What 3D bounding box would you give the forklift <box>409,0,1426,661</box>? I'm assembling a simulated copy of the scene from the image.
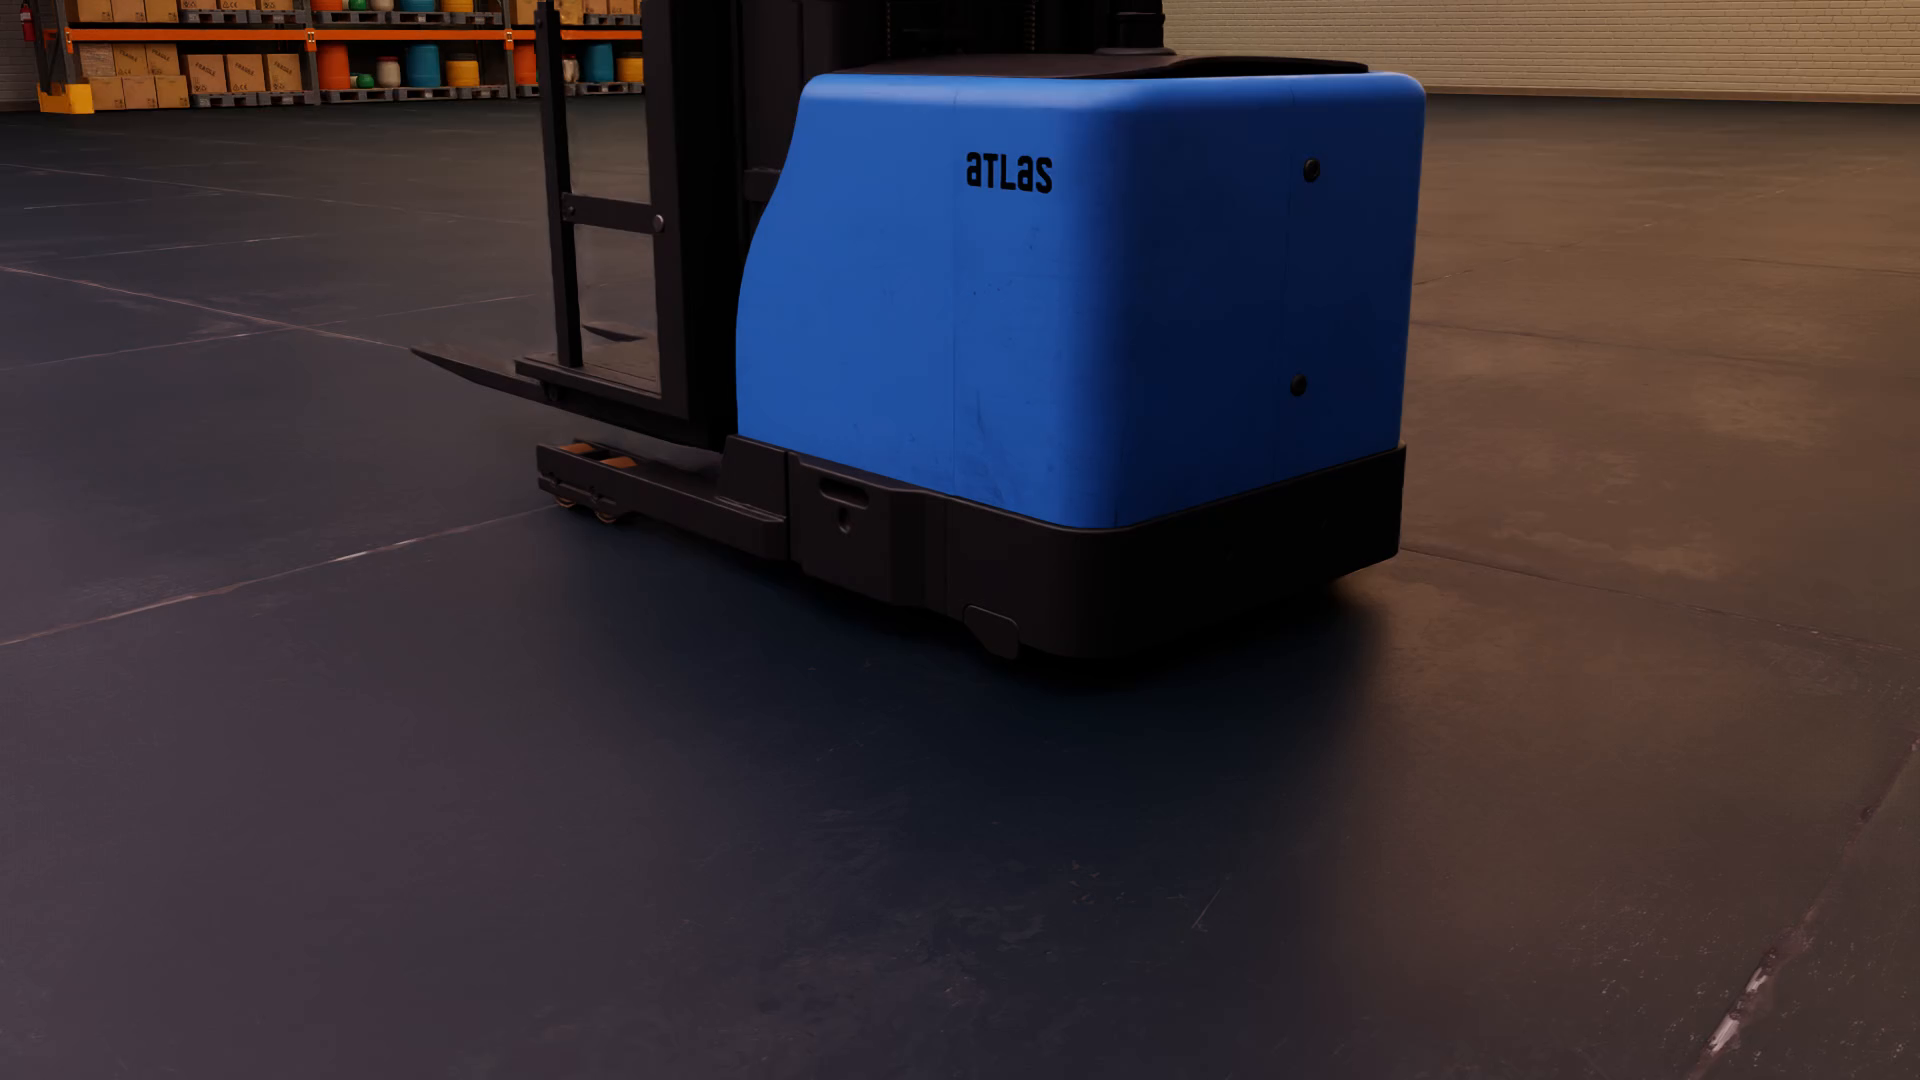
[{"bbox_3d":[-0.422,-1.531,3.939,1.130,2.935,3.031,-15,23,-41],"label":"forklift"}]
